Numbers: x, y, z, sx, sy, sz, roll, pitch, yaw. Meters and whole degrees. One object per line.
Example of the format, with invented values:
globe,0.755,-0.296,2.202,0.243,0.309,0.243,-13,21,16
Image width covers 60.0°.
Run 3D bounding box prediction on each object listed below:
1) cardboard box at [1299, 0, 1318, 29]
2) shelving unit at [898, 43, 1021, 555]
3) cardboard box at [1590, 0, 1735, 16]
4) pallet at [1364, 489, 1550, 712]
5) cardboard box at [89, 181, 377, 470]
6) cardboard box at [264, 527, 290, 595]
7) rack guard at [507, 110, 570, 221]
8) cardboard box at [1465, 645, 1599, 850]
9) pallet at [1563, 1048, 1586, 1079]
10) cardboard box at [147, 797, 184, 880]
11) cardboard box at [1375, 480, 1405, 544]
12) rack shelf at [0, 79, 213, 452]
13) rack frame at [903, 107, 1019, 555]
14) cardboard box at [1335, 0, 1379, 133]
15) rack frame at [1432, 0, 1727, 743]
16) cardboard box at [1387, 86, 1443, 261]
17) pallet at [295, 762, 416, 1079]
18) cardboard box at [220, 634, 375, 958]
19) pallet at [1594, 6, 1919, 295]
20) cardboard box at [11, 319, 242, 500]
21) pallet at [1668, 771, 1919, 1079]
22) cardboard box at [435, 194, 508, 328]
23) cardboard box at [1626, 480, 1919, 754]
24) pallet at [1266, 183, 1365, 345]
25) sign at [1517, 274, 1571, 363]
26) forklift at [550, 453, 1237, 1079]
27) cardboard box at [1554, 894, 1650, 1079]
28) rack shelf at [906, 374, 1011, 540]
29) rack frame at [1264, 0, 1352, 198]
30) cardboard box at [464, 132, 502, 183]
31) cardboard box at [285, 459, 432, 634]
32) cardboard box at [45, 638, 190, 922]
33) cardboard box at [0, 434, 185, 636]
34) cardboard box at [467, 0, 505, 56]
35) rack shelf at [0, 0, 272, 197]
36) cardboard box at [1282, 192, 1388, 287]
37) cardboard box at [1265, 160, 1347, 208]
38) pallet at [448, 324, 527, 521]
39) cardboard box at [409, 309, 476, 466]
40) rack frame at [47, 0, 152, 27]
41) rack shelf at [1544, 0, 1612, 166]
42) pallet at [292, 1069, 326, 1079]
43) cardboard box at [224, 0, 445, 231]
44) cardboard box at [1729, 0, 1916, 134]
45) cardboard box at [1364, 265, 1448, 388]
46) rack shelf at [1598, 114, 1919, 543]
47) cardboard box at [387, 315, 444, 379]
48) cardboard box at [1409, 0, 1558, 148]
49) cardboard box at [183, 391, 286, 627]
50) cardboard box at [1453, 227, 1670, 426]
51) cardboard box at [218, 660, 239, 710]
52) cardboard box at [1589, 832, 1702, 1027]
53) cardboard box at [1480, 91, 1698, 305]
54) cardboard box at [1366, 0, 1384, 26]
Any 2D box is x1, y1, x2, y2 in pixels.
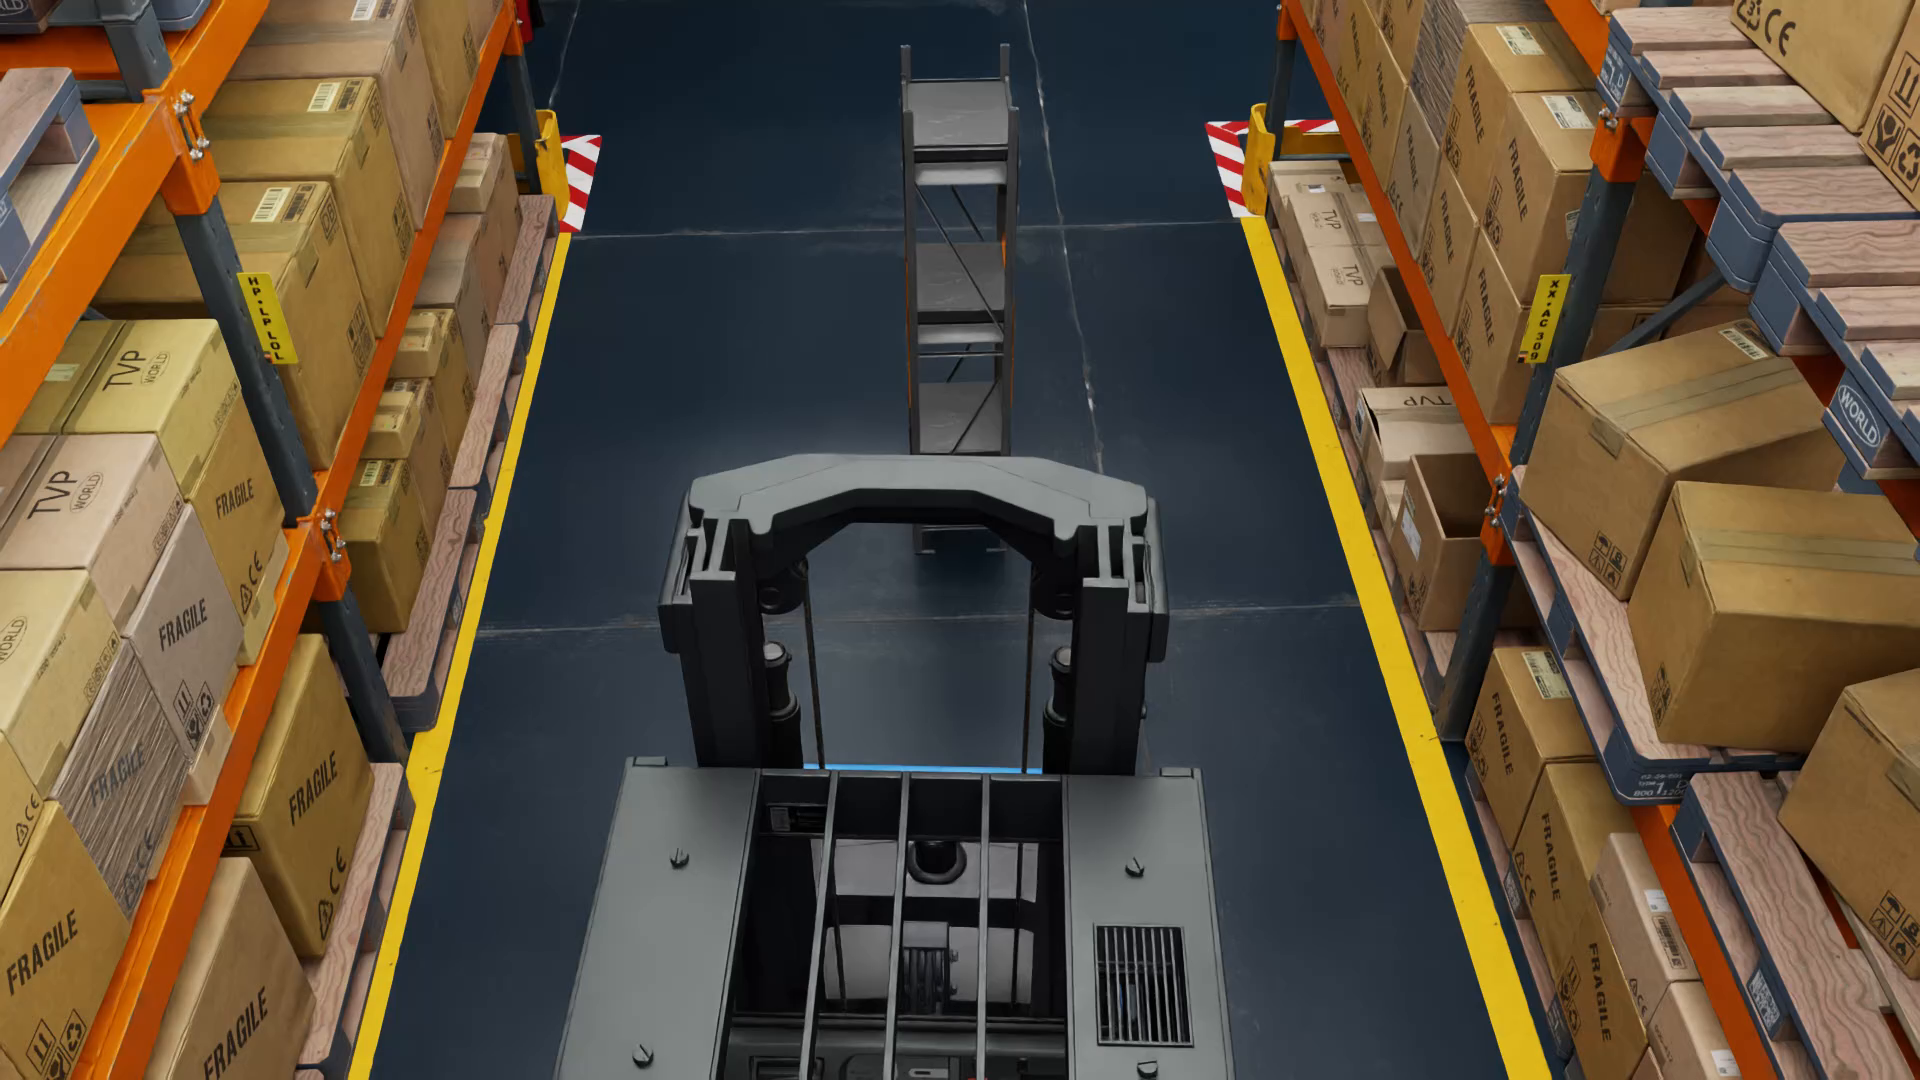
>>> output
cardboard box,1.931,-2.812,8.024,0.500,0.500,0.500,-1,43,-1
shelving unit,-0.007,-0.886,6.662,0.431,2.100,0.503,-2,43,-2
cardboard box,2.059,-1.753,4.834,0.500,0.250,0.500,-2,43,-2
pallet,2.317,0.182,6.895,1.003,0.211,1.213,-2,43,-2
cardboard box,-2.610,-0.715,5.588,0.980,0.700,0.700,-1,43,-1
cardboard box,-2.306,0.068,5.127,0.380,0.149,0.250,-1,43,-1
rack guard,-2.774,-2.032,9.097,1.175,0.500,0.348,-2,43,-2
cardboard box,2.123,0.711,5.779,0.500,0.500,0.500,-3,43,-4
pallet,2.473,2.020,4.891,1.003,0.211,1.213,-2,43,-2
cardboard box,-2.292,0.757,4.375,0.380,0.149,0.250,-2,43,-2
cardboard box,1.962,-0.121,6.947,0.380,0.149,0.250,-2,43,-2
rack shelf,-2.519,0.272,3.046,1.077,0.370,4.000,-2,43,-2
rack frame,0.003,-0.721,6.483,0.400,2.100,0.015,-2,43,-2
cardboard box,1.977,-2.125,7.274,0.500,0.500,0.500,-2,43,-2
rack frame,2.346,-0.382,5.447,1.000,3.000,0.127,-2,43,-2
cardboard box,2.021,-1.444,6.531,0.500,0.500,0.500,-1,43,-1
pallet,-2.495,1.309,5.665,1.003,0.211,1.213,-2,43,-2
cardboard box,-2.446,0.835,5.399,0.750,0.750,0.750,-1,43,-1
pallet,2.303,-0.976,4.014,1.213,0.211,1.003,-2,43,-2
cardboard box,-2.328,-0.360,4.559,0.500,0.250,0.500,-1,43,-1
pallet,2.428,1.076,3.998,1.003,0.211,1.213,-2,43,-2
cardboard box,-2.622,-1.364,8.057,0.700,0.500,0.500,-2,43,-2
cardboard box,2.235,0.215,4.411,0.700,0.500,0.500,5,43,5
pallet,2.214,-1.465,8.692,1.003,0.211,1.213,-2,43,-2
sign,1.804,-0.680,5.132,0.100,0.325,0.005,-2,43,-2
forklift,-0.096,1.378,3.577,1.130,2.935,3.031,1,43,1
cardboard box,2.170,1.408,5.018,0.500,0.500,0.500,-1,43,-1
rack shelf,-0.007,-0.360,7.145,0.431,0.518,0.480,-2,43,-2
rack frame,2.176,-3.082,8.393,1.000,3.000,0.127,-2,43,-2
cardboard box,-2.456,-1.859,8.117,0.380,0.149,0.250,-2,43,-2
cardboard box,-2.533,0.022,6.546,0.700,0.500,0.500,-1,43,-1
cardboard box,-2.288,0.597,4.070,0.500,0.500,0.500,-2,43,-2
cardboard box,-2.316,-0.014,4.182,0.500,0.250,0.500,-1,43,-1
cardboard box,-2.742,-2.704,7.758,0.980,0.700,0.700,0,43,0
rack shelf,-2.688,-2.428,5.992,1.077,0.370,4.000,-2,43,-2
cardboard box,1.937,-1.518,8.396,0.500,0.250,0.500,-2,43,-2
cardboard box,1.850,-1.901,8.888,0.380,0.149,0.250,-2,43,-2
pallet,-2.612,-0.551,7.695,1.003,0.211,1.213,-2,43,-2
cardboard box,-2.570,-0.664,7.294,0.700,0.500,0.500,-1,43,-1
rack frame,-2.604,-2.449,3.262,1.000,3.000,0.127,-2,43,-2
rack shelf,2.261,-2.573,6.149,1.077,0.370,4.000,-2,43,-2
pallet,-2.441,2.135,4.765,1.003,0.211,1.213,-2,43,-2
cardboard box,-2.677,-1.699,6.661,0.980,0.700,0.700,-4,43,-4
cardboard box,2.293,-1.374,3.851,0.600,0.600,0.600,-5,43,-6
cardboard box,2.261,-0.892,7.525,0.797,0.503,0.637,-2,43,-2
rack shelf,2.430,0.128,3.203,1.077,0.370,4.000,-2,43,-2
cardboard box,-2.387,-0.806,6.969,0.380,0.149,0.250,-3,43,-3
cardboard box,2.020,-1.807,6.188,0.500,0.500,0.500,-1,43,-1
cardboard box,-2.332,-0.087,4.816,0.500,0.500,0.500,-2,43,-2
cardboard box,2.068,-0.749,5.773,0.500,0.500,0.500,-1,43,-1
cardboard box,-2.306,0.414,4.750,0.380,0.149,0.250,0,43,0
cardboard box,2.165,1.109,4.789,0.500,0.250,0.500,-2,43,-2
cardboard box,2.065,-1.121,5.440,0.500,0.500,0.500,-1,43,-2
cardboard box,1.977,-2.490,6.933,0.500,0.500,0.500,-1,43,-1
